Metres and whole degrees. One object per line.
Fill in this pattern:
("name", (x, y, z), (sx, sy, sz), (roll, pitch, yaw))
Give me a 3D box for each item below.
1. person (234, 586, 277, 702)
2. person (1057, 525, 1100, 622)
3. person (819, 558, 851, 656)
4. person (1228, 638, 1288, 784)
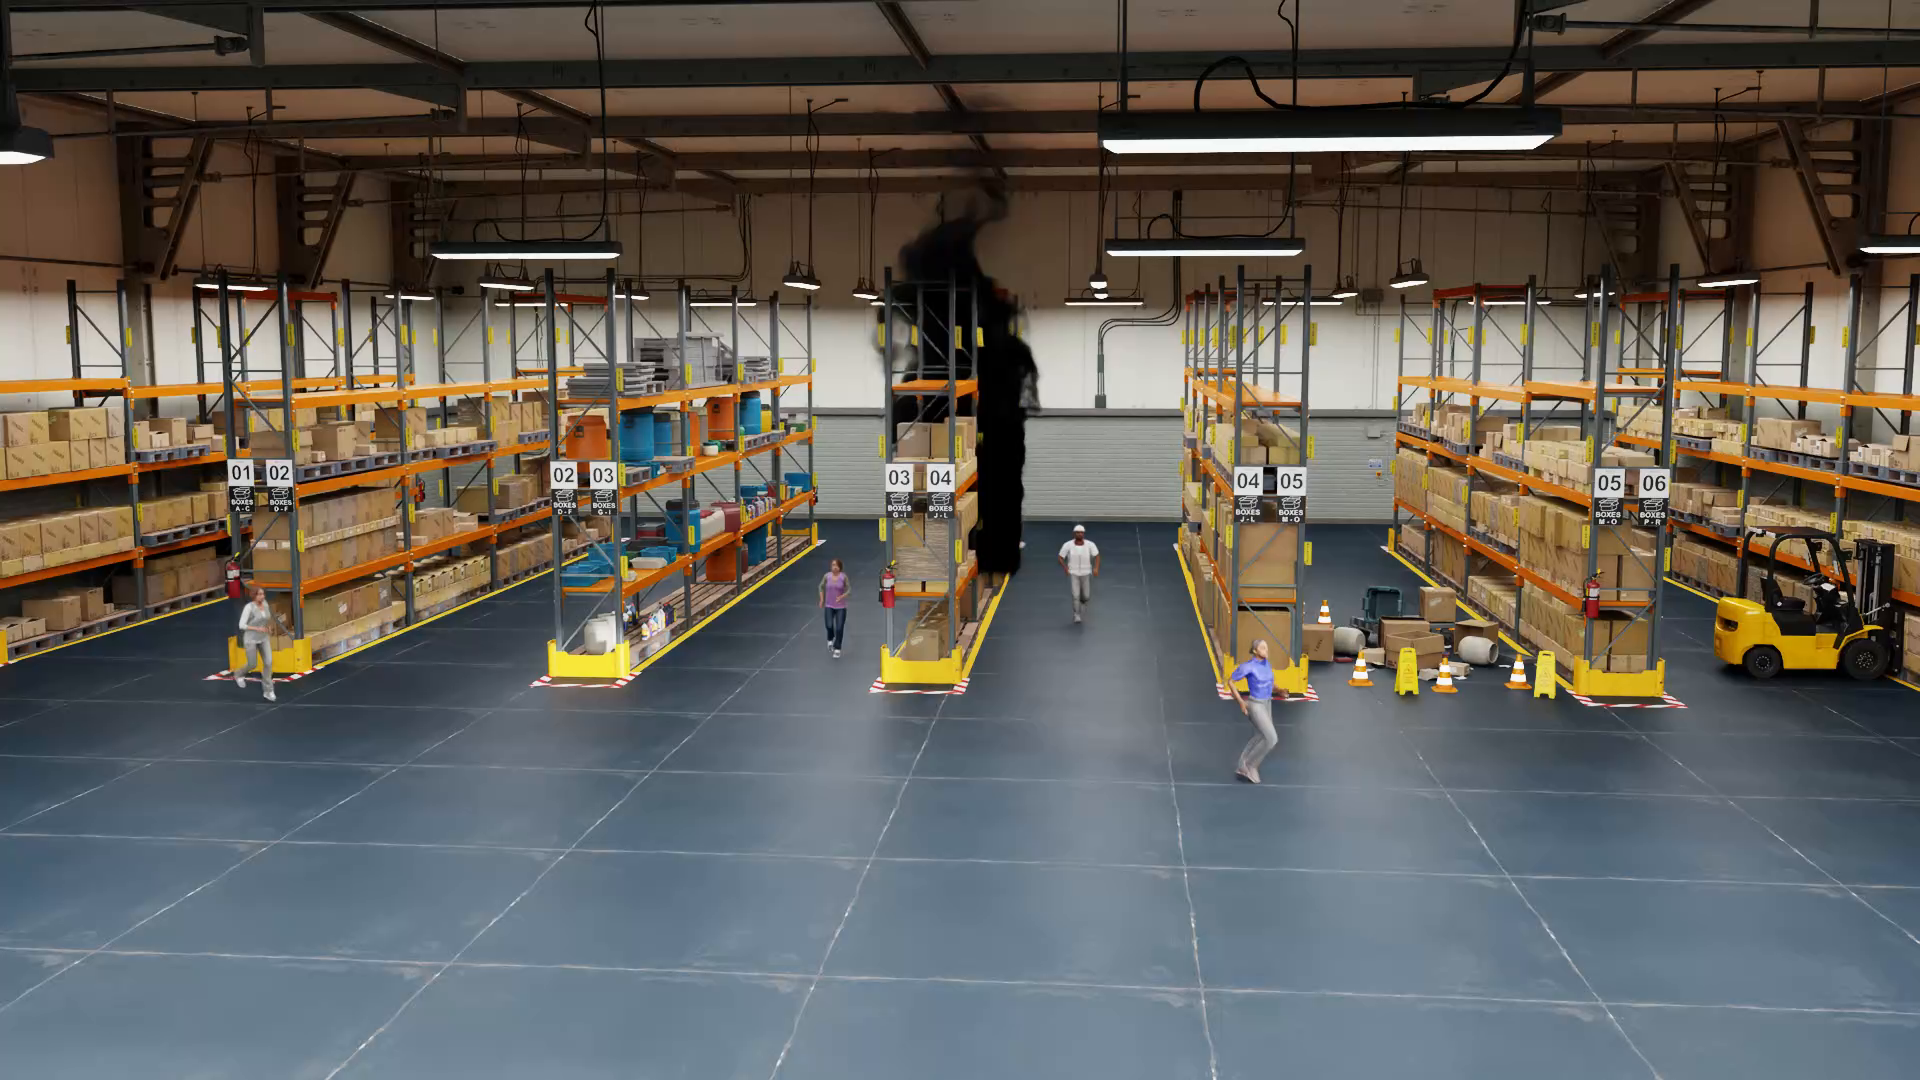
("person", (-9.826, 1.429, 23.157), (0.865, 1.617, 0.566), (4, 8, 30))
("person", (2.097, 0.584, 29.392), (0.749, 1.724, 0.623), (0, 7, -4))
("person", (-1.963, 1.069, 26.043), (0.528, 1.561, 0.552), (0, 7, 0))
("person", (3.385, 1.923, 18.706), (0.660, 1.642, 0.555), (6, 9, 40))
